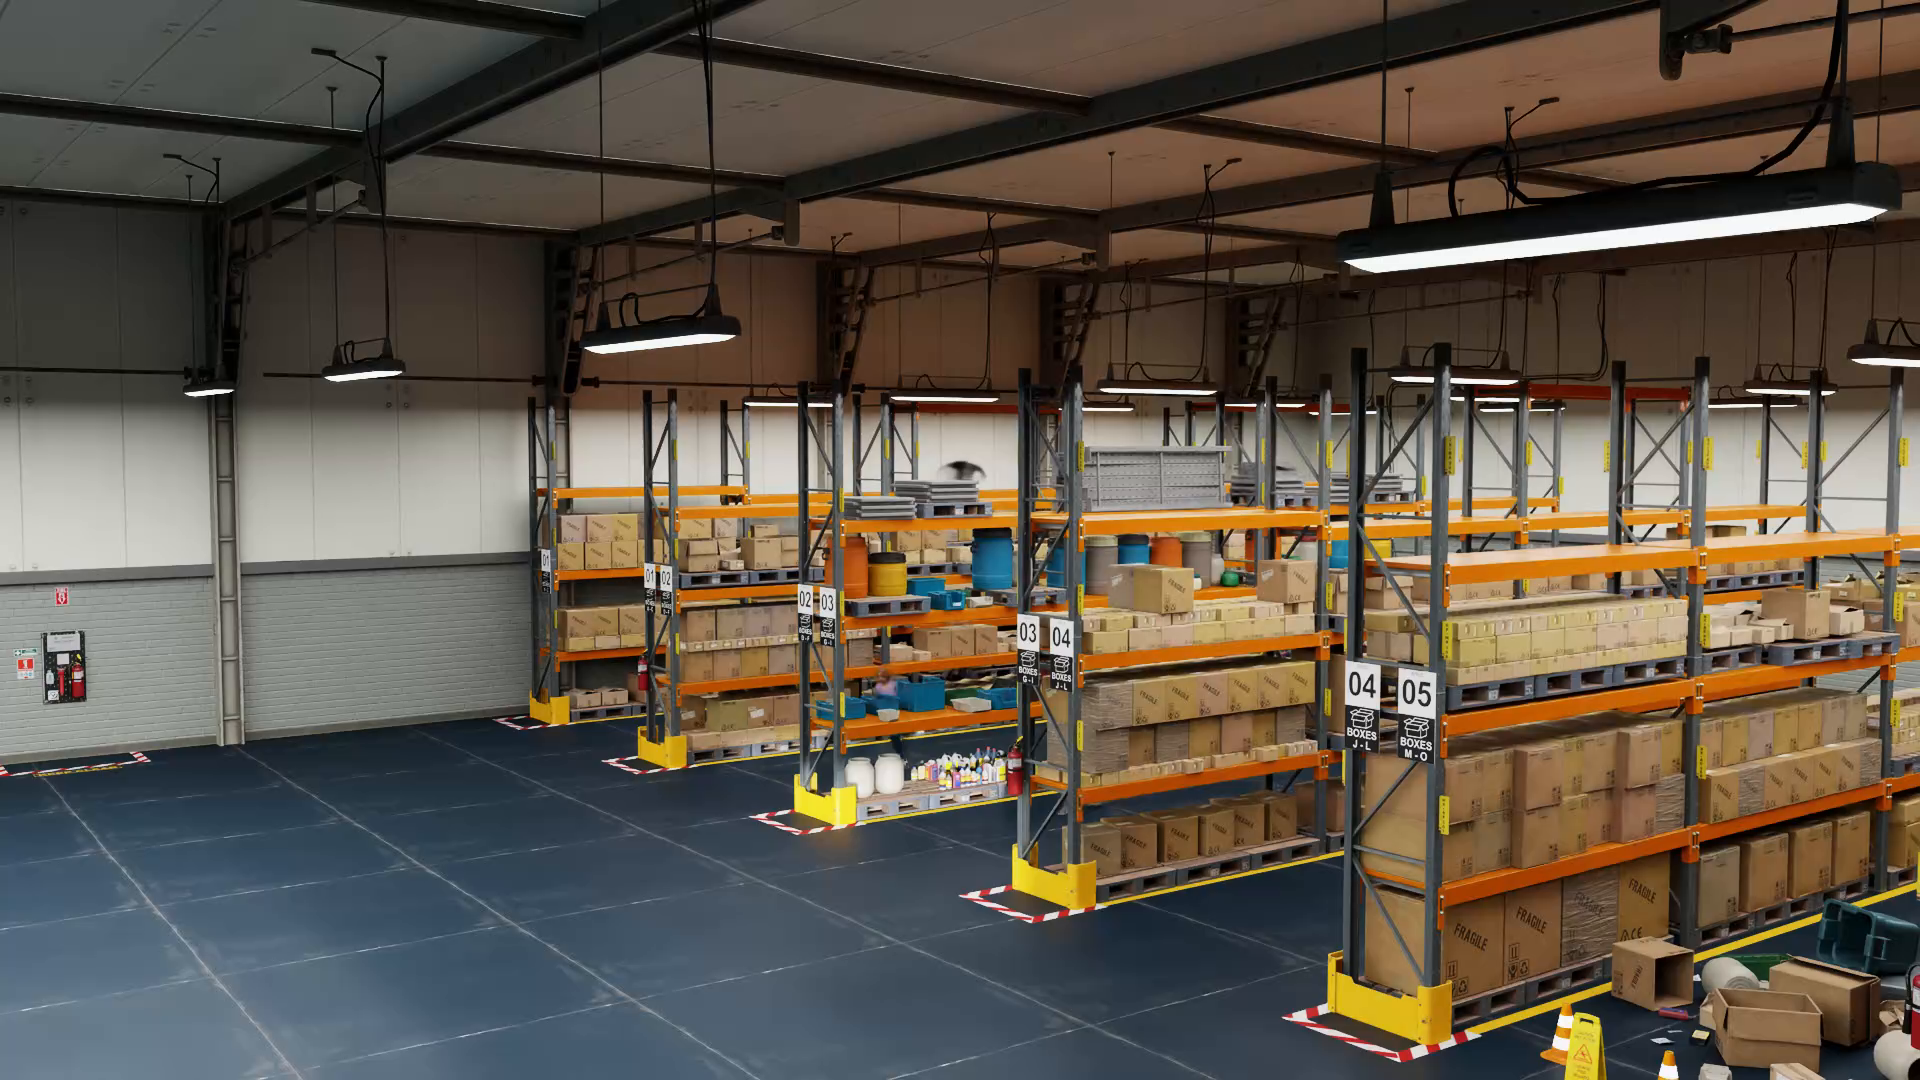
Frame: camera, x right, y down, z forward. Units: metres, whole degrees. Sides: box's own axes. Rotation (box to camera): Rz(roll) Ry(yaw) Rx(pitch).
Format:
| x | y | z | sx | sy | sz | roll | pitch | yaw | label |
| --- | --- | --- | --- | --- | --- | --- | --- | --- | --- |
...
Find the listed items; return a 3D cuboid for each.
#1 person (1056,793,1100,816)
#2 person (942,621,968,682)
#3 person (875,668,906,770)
| x | y | z | sx | sy | sz | roll | pitch | yaw | label |
| --- | --- | --- | --- | --- | --- | --- | --- | --- | --- |
| 1.646 | 3.015 | 23.047 | 1.126 | 1.556 | 0.679 | -3 | 5 | -42 | person |
| -0.079 | 2.389 | 32.825 | 0.630 | 1.695 | 0.619 | 1 | 4 | 20 | person |
| -1.068 | 2.821 | 26.396 | 0.554 | 1.600 | 0.658 | 1 | 4 | 19 | person |
